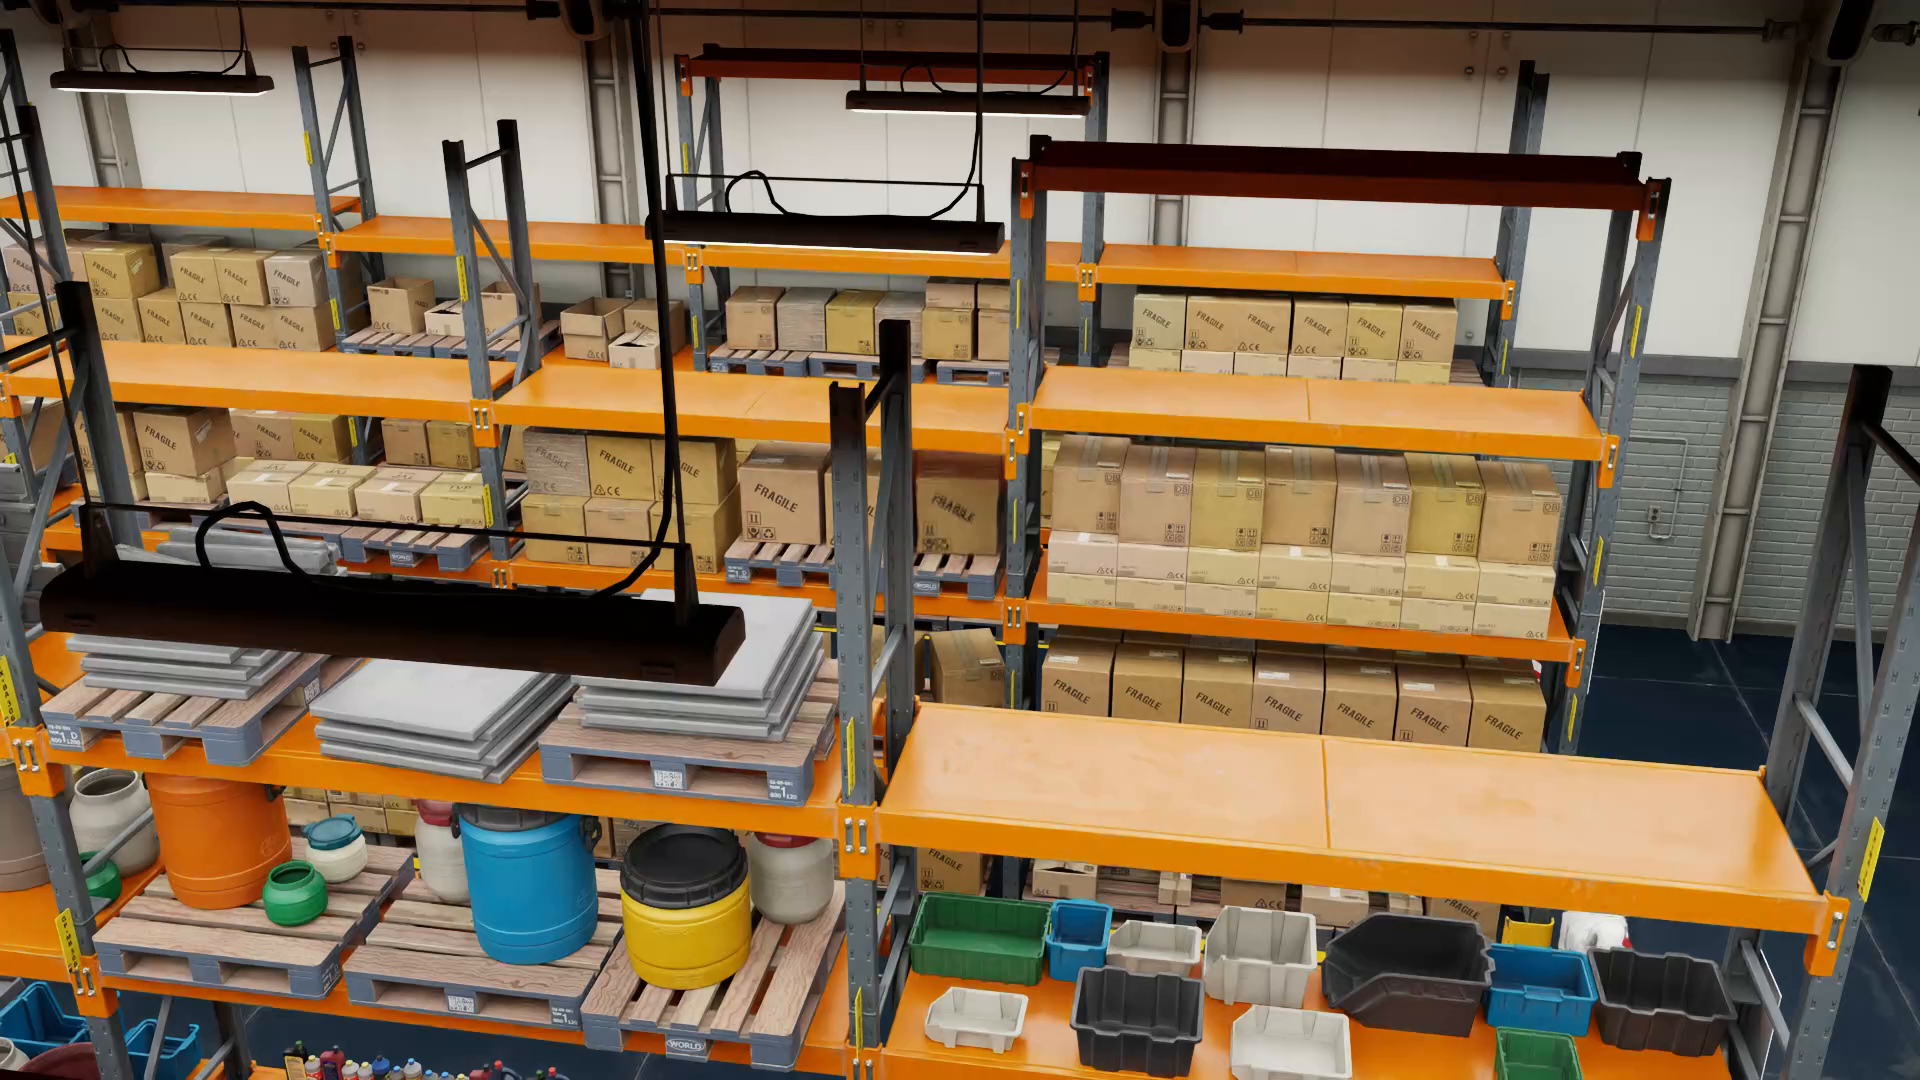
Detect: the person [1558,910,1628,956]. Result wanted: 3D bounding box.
[{"bbox_3d":[4.129,2.923,11.231,0.945,1.735,0.621,-5,24,-12],"label":"person"}]
